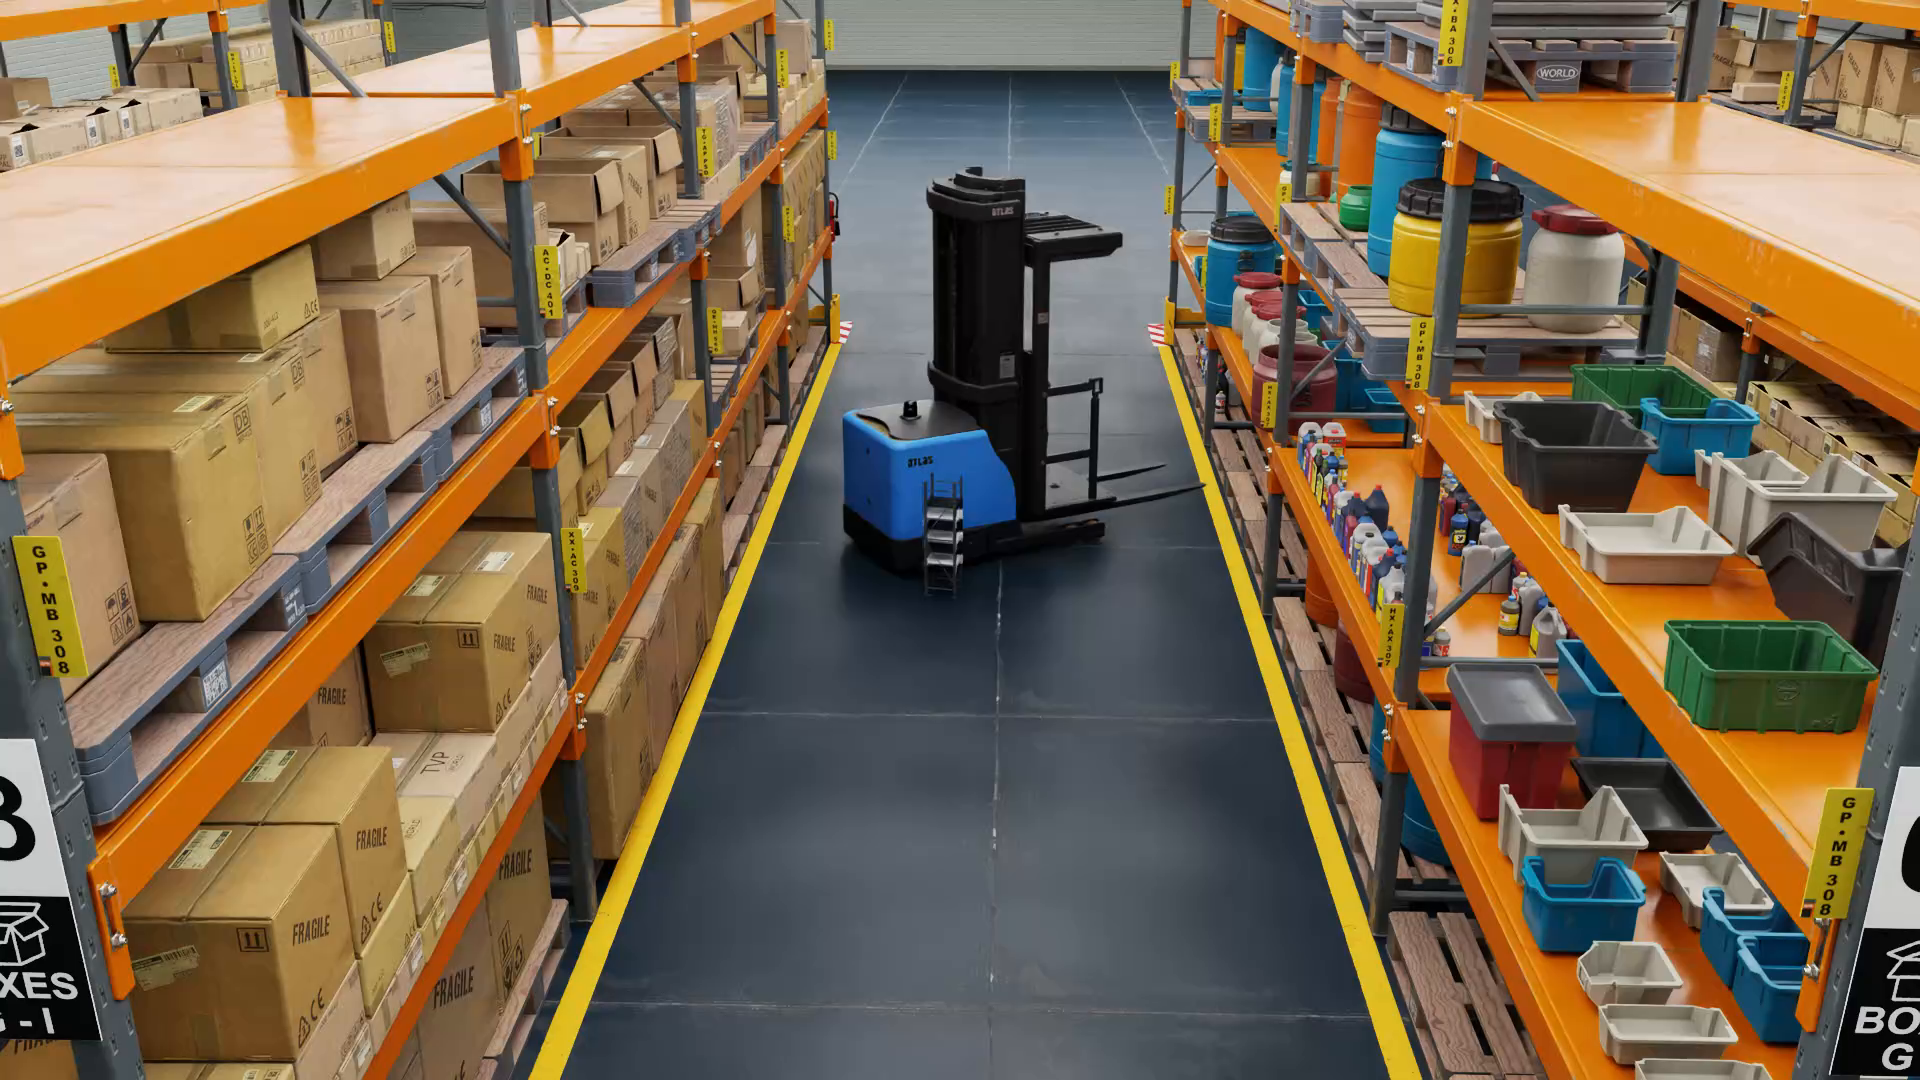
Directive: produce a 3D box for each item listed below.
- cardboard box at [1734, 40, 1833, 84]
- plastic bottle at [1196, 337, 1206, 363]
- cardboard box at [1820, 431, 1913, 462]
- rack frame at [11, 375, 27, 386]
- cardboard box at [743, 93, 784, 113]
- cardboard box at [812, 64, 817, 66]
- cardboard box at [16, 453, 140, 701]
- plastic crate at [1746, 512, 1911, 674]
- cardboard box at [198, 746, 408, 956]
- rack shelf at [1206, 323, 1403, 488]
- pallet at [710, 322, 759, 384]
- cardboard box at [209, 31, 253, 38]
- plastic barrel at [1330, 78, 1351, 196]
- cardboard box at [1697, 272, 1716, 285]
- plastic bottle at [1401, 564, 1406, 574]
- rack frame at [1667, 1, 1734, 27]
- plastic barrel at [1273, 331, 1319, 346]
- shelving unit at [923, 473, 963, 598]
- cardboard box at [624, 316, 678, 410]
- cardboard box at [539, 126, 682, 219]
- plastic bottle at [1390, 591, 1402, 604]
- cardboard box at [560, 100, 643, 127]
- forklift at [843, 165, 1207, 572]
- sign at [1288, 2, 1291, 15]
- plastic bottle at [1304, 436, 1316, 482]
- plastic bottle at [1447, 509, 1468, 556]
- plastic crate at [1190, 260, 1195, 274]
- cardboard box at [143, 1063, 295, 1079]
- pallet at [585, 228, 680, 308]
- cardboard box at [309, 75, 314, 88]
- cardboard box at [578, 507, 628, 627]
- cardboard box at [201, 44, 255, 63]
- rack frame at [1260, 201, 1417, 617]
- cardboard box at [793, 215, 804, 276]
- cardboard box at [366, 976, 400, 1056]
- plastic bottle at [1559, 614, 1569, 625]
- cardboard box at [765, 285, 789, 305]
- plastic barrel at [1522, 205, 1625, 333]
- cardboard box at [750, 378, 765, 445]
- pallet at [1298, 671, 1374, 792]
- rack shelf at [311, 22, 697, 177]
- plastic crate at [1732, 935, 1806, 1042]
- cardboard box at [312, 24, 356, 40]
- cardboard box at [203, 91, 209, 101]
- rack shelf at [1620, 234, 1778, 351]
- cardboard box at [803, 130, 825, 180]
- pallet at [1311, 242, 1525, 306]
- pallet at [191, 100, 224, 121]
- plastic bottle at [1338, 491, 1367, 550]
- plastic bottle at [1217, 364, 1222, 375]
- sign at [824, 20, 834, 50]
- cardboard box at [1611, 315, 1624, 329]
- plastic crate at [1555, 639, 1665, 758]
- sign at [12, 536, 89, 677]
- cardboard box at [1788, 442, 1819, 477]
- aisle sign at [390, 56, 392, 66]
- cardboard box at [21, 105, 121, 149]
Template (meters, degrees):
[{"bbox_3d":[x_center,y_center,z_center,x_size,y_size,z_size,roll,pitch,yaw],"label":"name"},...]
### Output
[{"bbox_3d":[7.950,-4.551,16.048,0.797,0.503,0.637,3,21,8],"label":"cardboard box"},{"bbox_3d":[2.578,-2.033,17.784,0.097,0.271,0.097,0,21,0],"label":"plastic bottle"},{"bbox_3d":[7.467,-0.722,13.689,0.500,0.311,0.500,1,21,3],"label":"cardboard box"},{"bbox_3d":[-7.204,-1.005,11.971,1.000,3.000,0.127,1,21,2],"label":"rack frame"},{"bbox_3d":[-1.810,-3.988,15.170,0.380,0.149,0.250,0,21,0],"label":"cardboard box"},{"bbox_3d":[-1.726,-5.024,17.839,0.380,0.149,0.250,0,21,-1],"label":"cardboard box"},{"bbox_3d":[-2.531,0.103,4.113,0.700,0.500,0.500,-1,21,-2],"label":"cardboard box"},{"bbox_3d":[2.779,0.115,5.026,0.504,0.338,0.767,1,21,2],"label":"plastic crate"},{"bbox_3d":[-2.183,1.022,5.508,0.500,0.500,0.500,0,21,0],"label":"cardboard box"},{"bbox_3d":[2.762,-1.247,13.590,1.077,0.370,4.000,1,21,2],"label":"rack shelf"},{"bbox_3d":[-2.230,-1.540,13.617,1.003,0.211,1.213,1,21,2],"label":"pallet"},{"bbox_3d":[-7.344,-5.031,16.728,0.380,0.149,0.250,1,21,2],"label":"cardboard box"},{"bbox_3d":[2.943,-2.786,11.722,0.600,0.901,0.600,0,21,0],"label":"plastic barrel"},{"bbox_3d":[7.810,-2.829,16.534,0.700,0.500,0.500,1,21,2],"label":"cardboard box"},{"bbox_3d":[2.430,0.209,8.912,0.144,0.351,0.185,1,21,2],"label":"plastic bottle"},{"bbox_3d":[7.896,-6.493,17.822,1.000,3.000,0.127,1,21,2],"label":"rack frame"},{"bbox_3d":[2.519,-1.285,12.541,0.421,0.512,0.421,0,21,0],"label":"plastic barrel"},{"bbox_3d":[-0.123,-0.032,12.369,0.258,0.900,0.210,5,22,13],"label":"shelving unit"},{"bbox_3d":[-2.288,-1.164,10.856,0.797,0.503,0.637,1,21,3],"label":"cardboard box"},{"bbox_3d":[-2.196,-2.334,10.529,0.797,0.503,0.637,2,21,5],"label":"cardboard box"},{"bbox_3d":[2.230,0.411,8.483,0.061,0.283,0.133,1,21,2],"label":"plastic bottle"},{"bbox_3d":[-2.485,-2.767,11.537,0.500,0.500,0.500,1,21,3],"label":"cardboard box"},{"bbox_3d":[0.603,-1.481,13.293,3.031,2.935,1.130,-11,24,-26],"label":"forklift"},{"bbox_3d":[2.151,-3.509,10.578,0.100,0.325,0.005,1,21,2],"label":"sign"},{"bbox_3d":[2.309,-0.533,10.918,0.061,0.283,0.133,1,21,2],"label":"plastic bottle"},{"bbox_3d":[2.902,-0.048,9.684,0.097,0.271,0.097,0,21,0],"label":"plastic bottle"},{"bbox_3d":[2.619,-2.772,16.892,0.530,0.136,0.437,1,21,2],"label":"plastic crate"},{"bbox_3d":[-2.208,1.740,4.695,0.500,0.250,0.500,0,21,0],"label":"cardboard box"},{"bbox_3d":[-2.247,-1.586,9.584,1.003,0.211,1.213,2,21,4],"label":"pallet"},{"bbox_3d":[-6.695,-4.563,16.624,0.380,0.149,0.250,1,21,2],"label":"cardboard box"},{"bbox_3d":[-2.093,0.141,8.881,0.500,0.500,0.500,1,21,2],"label":"cardboard box"},{"bbox_3d":[-6.731,-4.474,15.293,0.380,0.149,0.250,1,21,2],"label":"cardboard box"},{"bbox_3d":[2.701,-0.859,11.596,1.000,3.000,0.127,1,21,2],"label":"rack frame"},{"bbox_3d":[-2.002,-2.887,16.275,0.875,0.500,0.500,1,21,2],"label":"cardboard box"},{"bbox_3d":[-2.123,1.600,5.606,0.380,0.149,0.250,0,21,1],"label":"cardboard box"},{"bbox_3d":[3.021,0.466,8.344,0.061,0.283,0.133,1,21,2],"label":"plastic bottle"},{"bbox_3d":[-1.821,-2.317,15.701,0.380,0.149,0.250,1,21,2],"label":"cardboard box"},{"bbox_3d":[2.846,-1.258,7.709,0.433,0.535,0.433,0,21,0],"label":"plastic barrel"},{"bbox_3d":[-2.168,-1.178,15.265,0.700,0.500,0.500,-1,21,-3],"label":"cardboard box"},{"bbox_3d":[2.679,1.166,10.231,1.003,0.211,1.213,1,21,2],"label":"pallet"},{"bbox_3d":[-2.310,-2.465,8.990,1.077,0.370,4.000,1,21,2],"label":"rack shelf"},{"bbox_3d":[2.835,1.522,5.608,0.416,0.233,0.300,1,21,2],"label":"plastic crate"},{"bbox_3d":[-6.655,-5.390,17.654,0.380,0.149,0.250,1,21,3],"label":"cardboard box"},{"bbox_3d":[-7.377,-4.294,15.932,0.380,0.149,0.250,1,21,2],"label":"cardboard box"},{"bbox_3d":[7.835,-2.637,17.173,1.077,0.370,4.000,1,21,2],"label":"rack shelf"},{"bbox_3d":[-1.776,-4.256,18.419,0.500,0.500,0.500,1,21,2],"label":"cardboard box"},{"bbox_3d":[2.537,-1.418,9.150,1.003,0.211,1.213,1,21,2],"label":"pallet"},{"bbox_3d":[-7.047,-4.104,15.934,1.003,0.211,1.213,1,21,2],"label":"pallet"},{"bbox_3d":[2.314,-0.124,9.770,0.144,0.351,0.185,1,21,2],"label":"plastic bottle"},{"bbox_3d":[2.560,-1.581,16.510,0.144,0.351,0.185,0,21,-1],"label":"plastic bottle"},{"bbox_3d":[-1.452,-5.604,18.454,0.100,0.325,0.005,1,21,2],"label":"sign"},{"bbox_3d":[7.657,-2.418,18.835,0.500,0.250,0.500,1,21,2],"label":"cardboard box"},{"bbox_3d":[2.906,0.739,7.416,0.392,0.384,0.575,1,21,2],"label":"plastic crate"},{"bbox_3d":[-1.938,0.144,3.545,0.100,0.325,0.005,1,21,2],"label":"sign"},{"bbox_3d":[7.484,-0.648,14.273,0.500,0.250,0.500,0,21,0],"label":"cardboard box"},{"bbox_3d":[-6.659,-5.131,19.013,0.394,0.787,0.004,1,21,2],"label":"aisle sign"},{"bbox_3d":[-6.931,-3.230,12.964,0.500,0.311,0.500,0,21,1],"label":"cardboard box"}]
